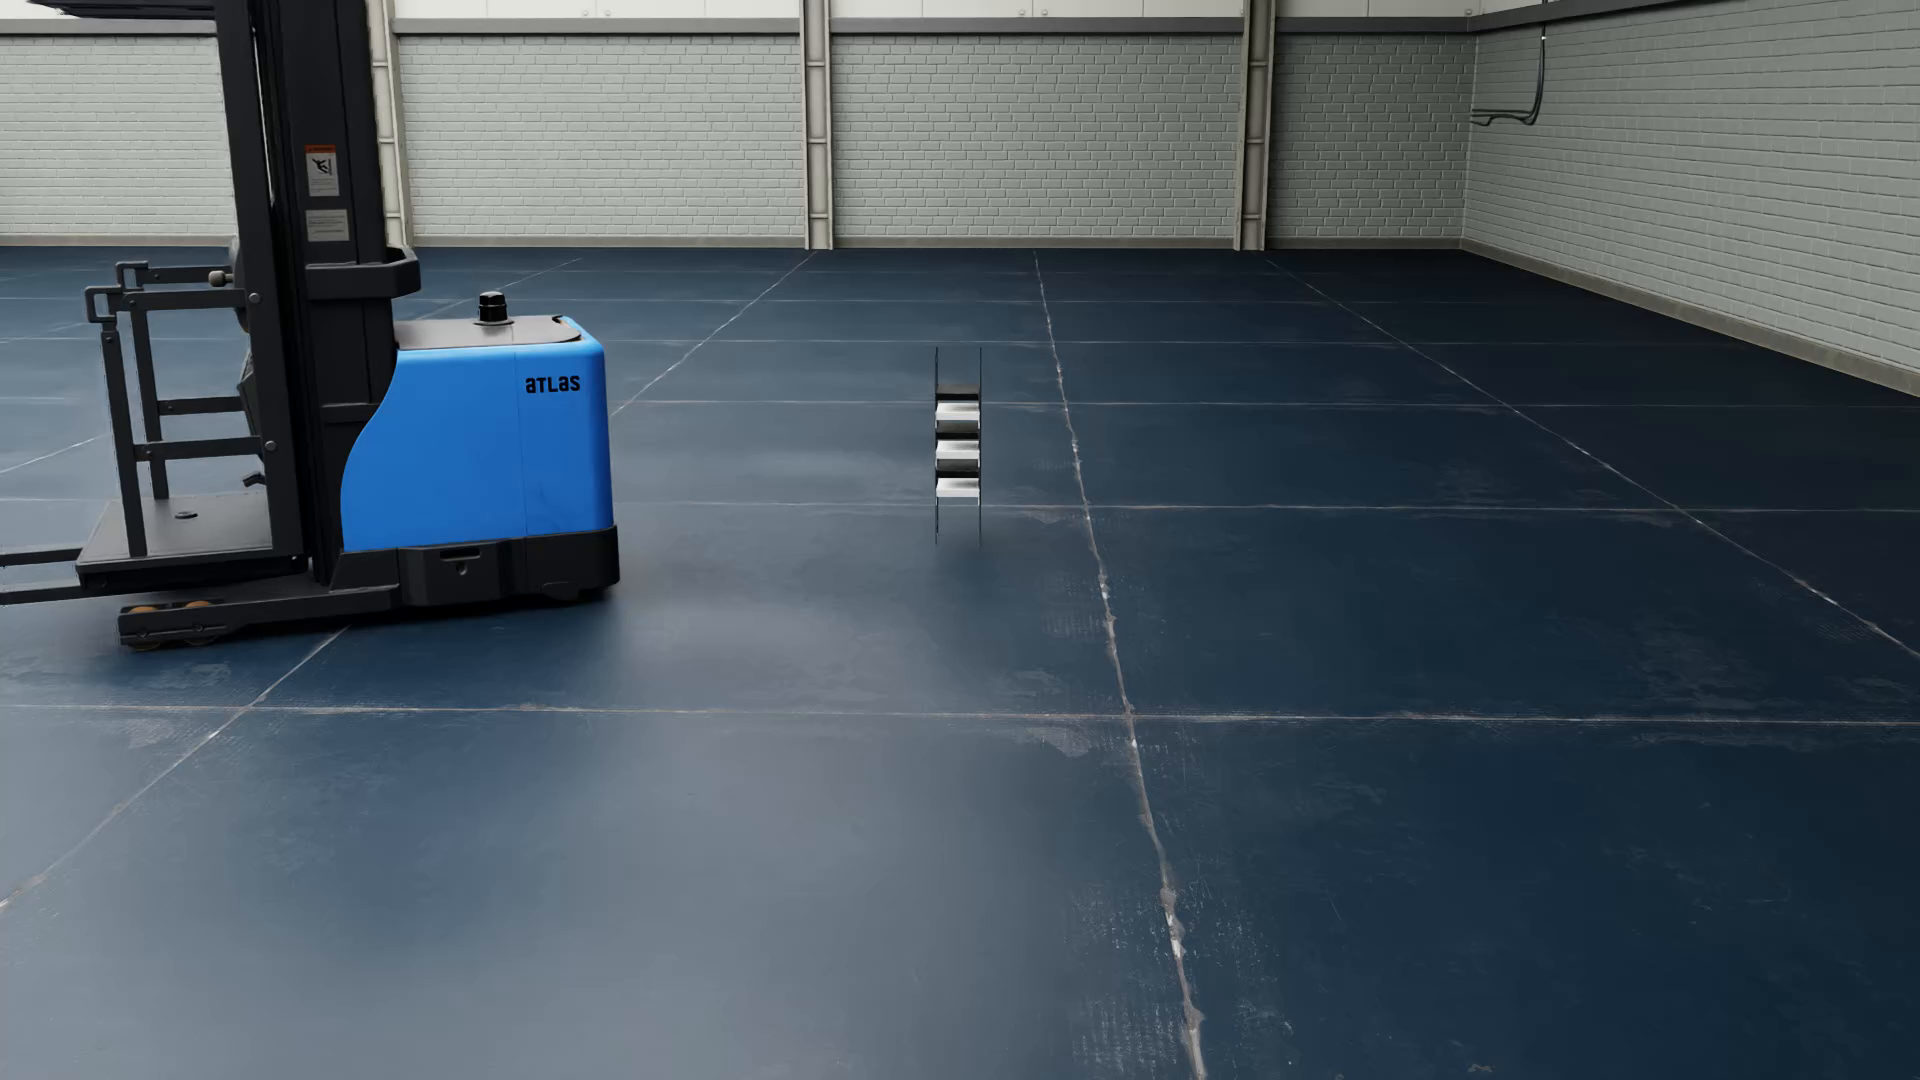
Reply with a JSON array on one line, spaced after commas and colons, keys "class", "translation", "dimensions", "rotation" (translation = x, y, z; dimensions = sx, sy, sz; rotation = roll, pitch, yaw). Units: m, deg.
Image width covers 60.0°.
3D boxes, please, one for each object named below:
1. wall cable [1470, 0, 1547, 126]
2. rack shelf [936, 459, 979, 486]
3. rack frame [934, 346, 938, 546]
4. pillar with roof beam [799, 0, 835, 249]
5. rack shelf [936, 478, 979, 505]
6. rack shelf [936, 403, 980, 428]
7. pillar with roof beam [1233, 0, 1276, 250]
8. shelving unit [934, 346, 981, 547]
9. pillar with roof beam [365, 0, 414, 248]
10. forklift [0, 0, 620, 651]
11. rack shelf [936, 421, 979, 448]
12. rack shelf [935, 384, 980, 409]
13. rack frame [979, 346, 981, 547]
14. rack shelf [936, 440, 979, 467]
[{"class": "wall cable", "translation": [6.945, -6.553, 21.125], "dimensions": [0.112, 2.526, 3.097], "rotation": [0, 15, 1]}, {"class": "rack shelf", "translation": [-0.008, -0.316, 7.757], "dimensions": [0.200, 0.077, 0.258], "rotation": [0, 15, 1]}, {"class": "rack frame", "translation": [-0.110, -0.436, 7.728], "dimensions": [0.006, 0.900, 0.240], "rotation": [0, 15, 1]}, {"class": "pillar with roof beam", "translation": [-2.074, -7.352, 18.067], "dimensions": [0.400, 9.000, 9.100], "rotation": [0, 15, 1]}, {"class": "rack shelf", "translation": [-0.008, -0.229, 7.780], "dimensions": [0.200, 0.077, 0.258], "rotation": [0, 15, 1]}, {"class": "rack shelf", "translation": [-0.008, -0.577, 7.688], "dimensions": [0.200, 0.077, 0.258], "rotation": [0, 15, 1]}, {"class": "pillar with roof beam", "translation": [3.924, -7.313, 17.918], "dimensions": [0.400, 9.000, 9.100], "rotation": [0, 15, 1]}, {"class": "shelving unit", "translation": [-0.008, -0.435, 7.725], "dimensions": [0.210, 0.900, 0.258], "rotation": [0, 15, 1]}, {"class": "pillar with roof beam", "translation": [-8.073, -7.391, 18.215], "dimensions": [0.400, 9.000, 9.100], "rotation": [0, 15, 1]}, {"class": "forklift", "translation": [-2.988, -1.152, 6.459], "dimensions": [3.031, 2.935, 1.130], "rotation": [-5, 16, -20]}, {"class": "rack shelf", "translation": [-0.008, -0.490, 7.711], "dimensions": [0.200, 0.077, 0.258], "rotation": [0, 15, 1]}, {"class": "rack shelf", "translation": [-0.008, -0.664, 7.665], "dimensions": [0.200, 0.077, 0.258], "rotation": [0, 15, 1]}, {"class": "rack frame", "translation": [0.094, -0.435, 7.723], "dimensions": [0.006, 0.900, 0.240], "rotation": [0, 15, 1]}, {"class": "rack shelf", "translation": [-0.008, -0.403, 7.734], "dimensions": [0.200, 0.077, 0.258], "rotation": [0, 15, 1]}]
